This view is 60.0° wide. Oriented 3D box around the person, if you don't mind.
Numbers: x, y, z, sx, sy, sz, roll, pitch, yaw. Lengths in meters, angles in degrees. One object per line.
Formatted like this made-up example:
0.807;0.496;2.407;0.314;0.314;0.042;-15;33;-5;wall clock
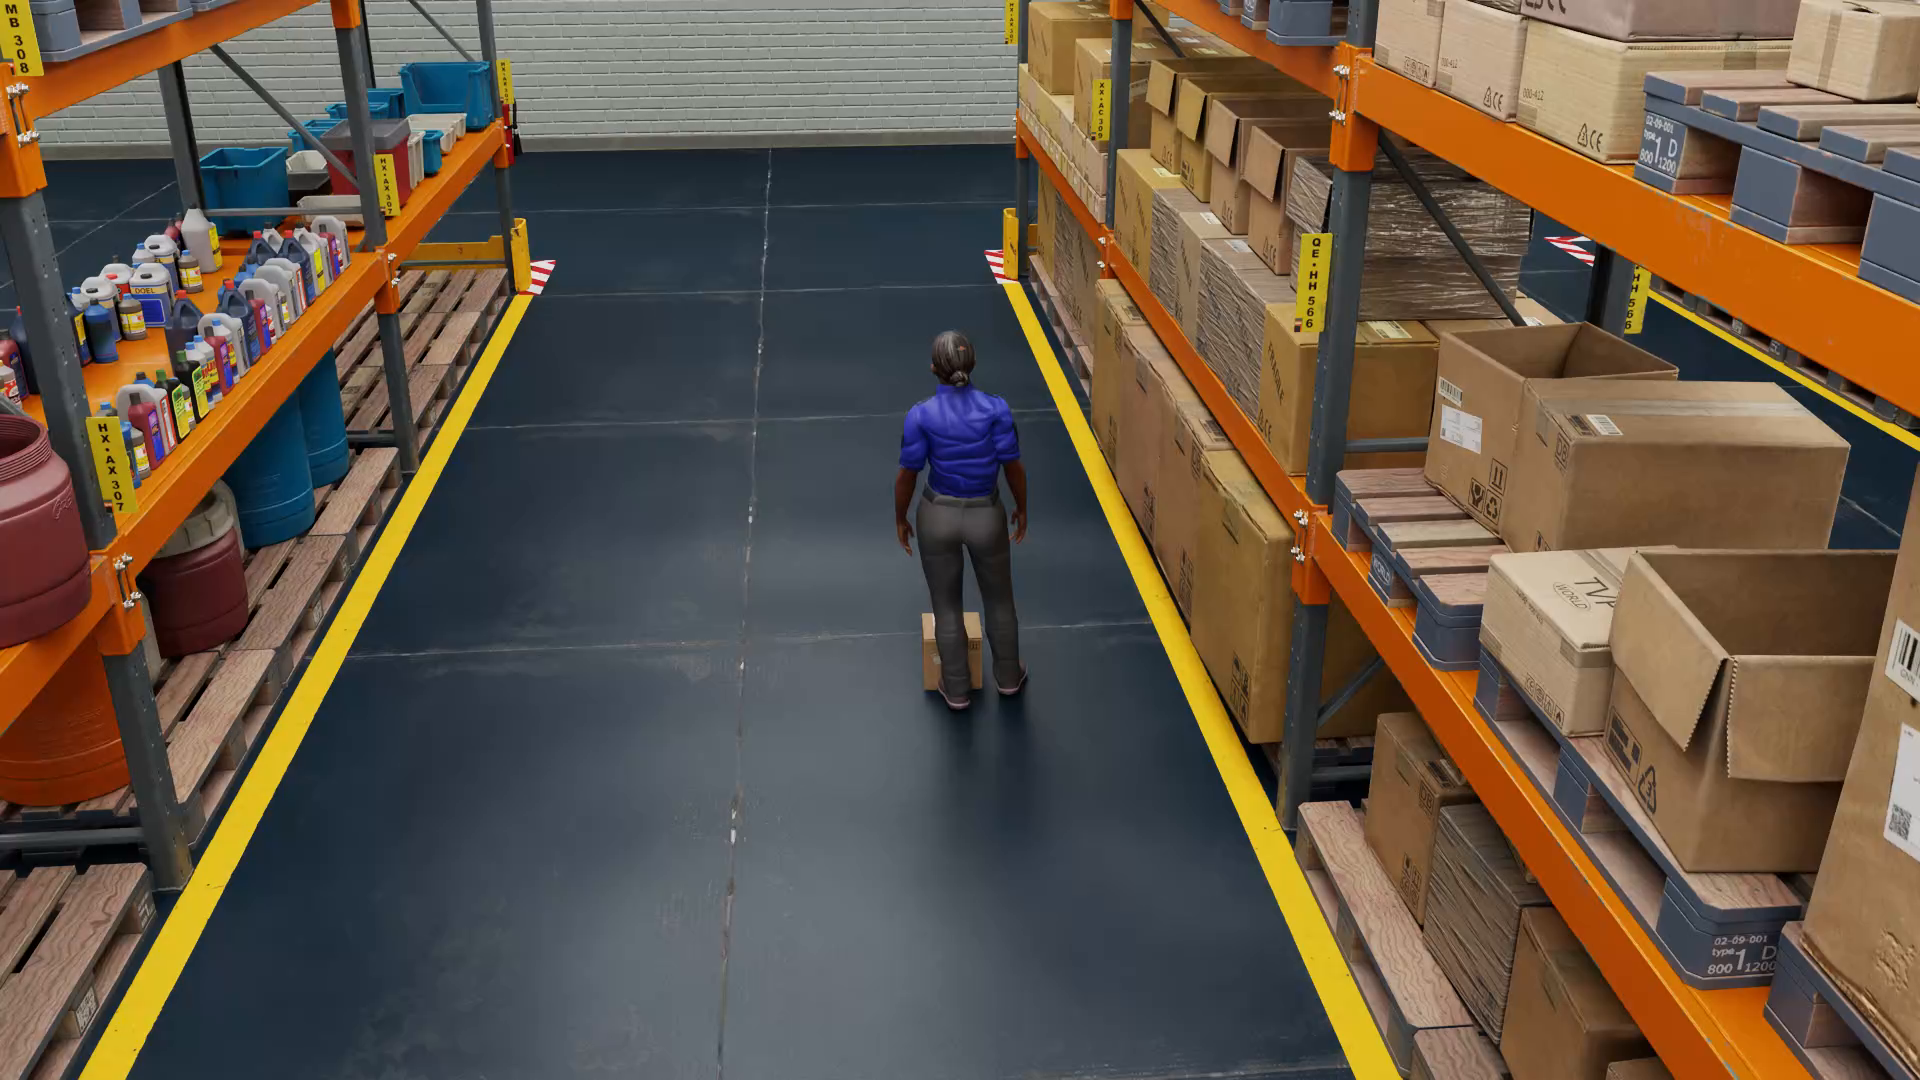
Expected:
0.018;-0.093;6.797;0.569;1.654;0.504;-1;24;-3;person
